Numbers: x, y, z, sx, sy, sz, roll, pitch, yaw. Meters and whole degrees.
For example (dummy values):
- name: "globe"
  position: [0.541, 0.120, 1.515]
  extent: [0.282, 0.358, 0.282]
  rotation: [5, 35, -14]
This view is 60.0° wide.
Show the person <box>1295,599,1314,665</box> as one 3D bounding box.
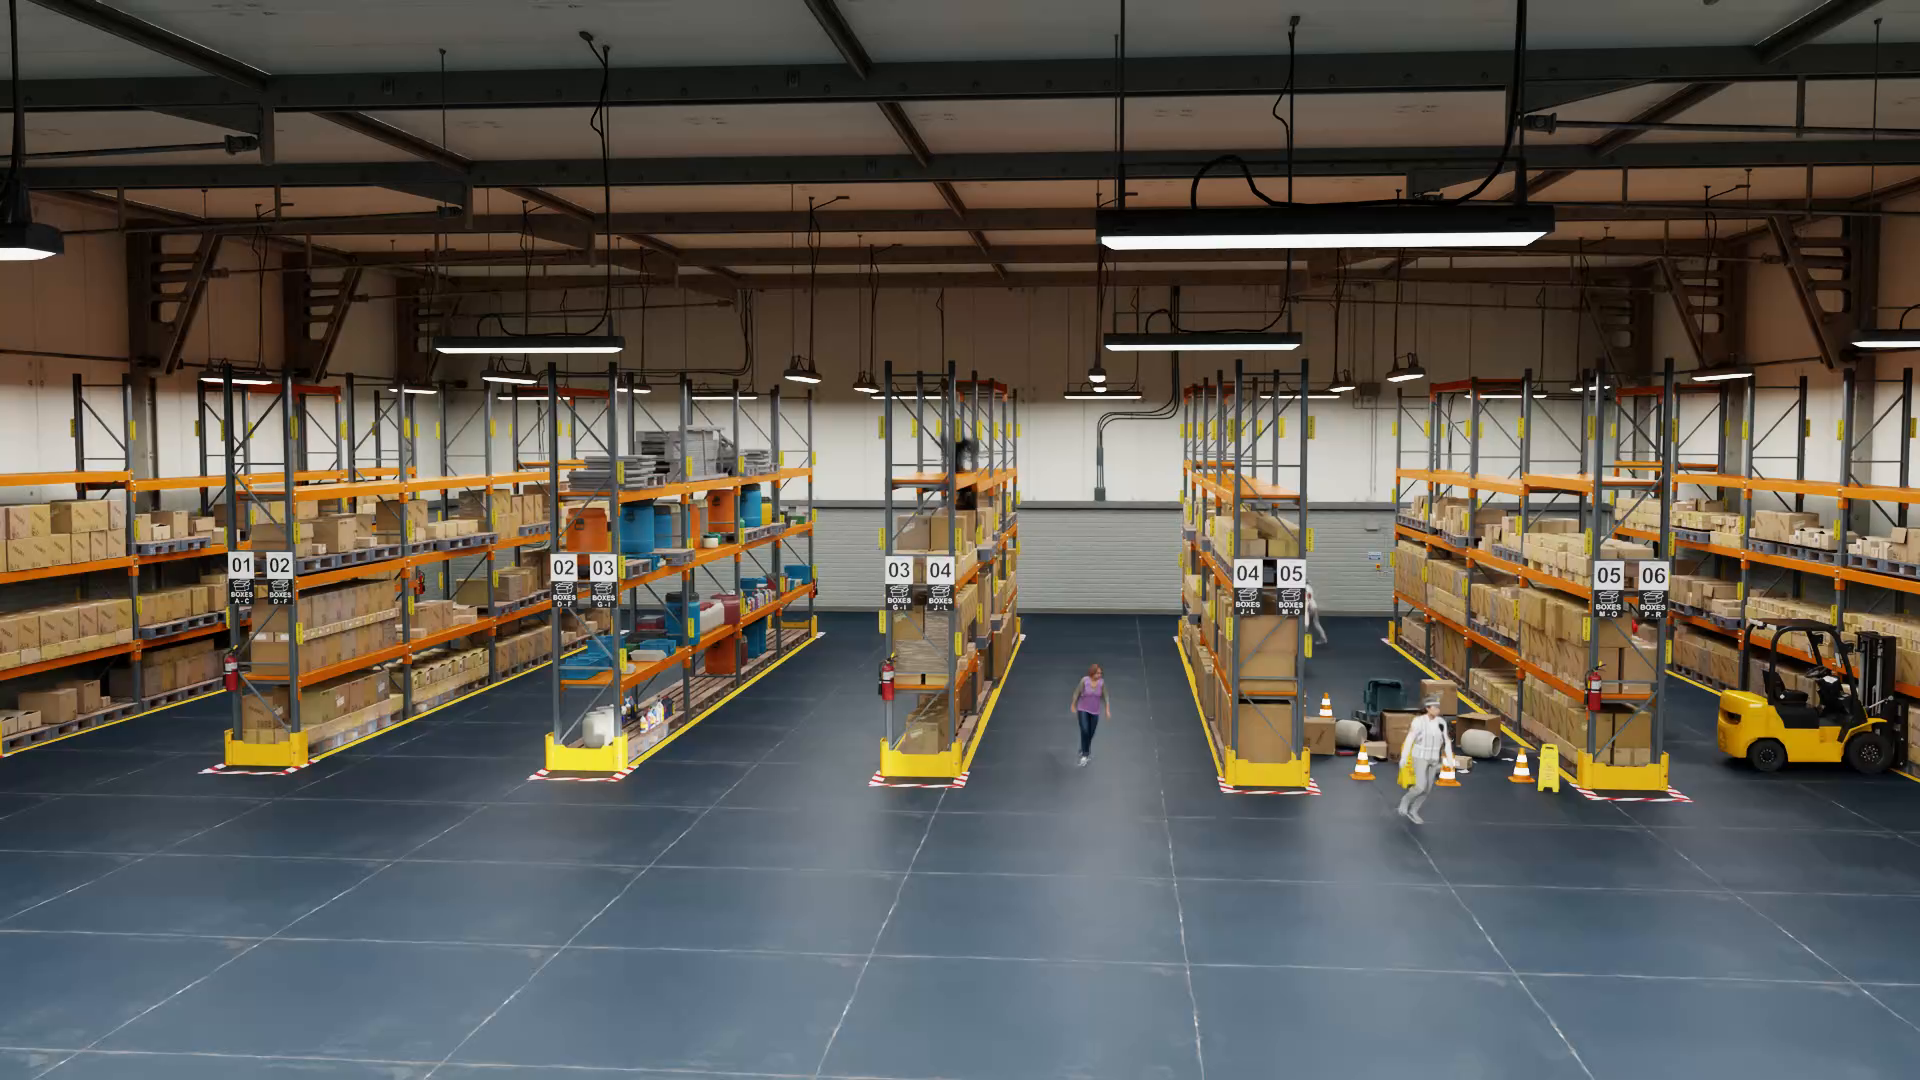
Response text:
- name: "person"
  position: [7.233, 1.829, 35.354]
  extent: [0.649, 1.726, 0.608]
  rotation: [-1, 4, -9]

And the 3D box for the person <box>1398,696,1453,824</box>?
- name: "person"
  position: [5.928, 2.791, 21.153]
  extent: [0.599, 1.662, 0.540]
  rotation: [-1, 4, -17]

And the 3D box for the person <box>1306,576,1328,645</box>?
- name: "person"
  position: [8.107, 1.647, 38.653]
  extent: [0.574, 1.661, 0.954]
  rotation: [-3, 5, -42]

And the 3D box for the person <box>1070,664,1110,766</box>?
- name: "person"
  position: [1.953, 2.592, 24.988]
  extent: [0.522, 1.532, 0.744]
  rotation: [-1, 4, -13]

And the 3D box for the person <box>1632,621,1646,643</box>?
- name: "person"
  position: [11.484, 2.258, 28.493]
  extent: [0.642, 1.740, 0.846]
  rotation: [0, 4, -3]
